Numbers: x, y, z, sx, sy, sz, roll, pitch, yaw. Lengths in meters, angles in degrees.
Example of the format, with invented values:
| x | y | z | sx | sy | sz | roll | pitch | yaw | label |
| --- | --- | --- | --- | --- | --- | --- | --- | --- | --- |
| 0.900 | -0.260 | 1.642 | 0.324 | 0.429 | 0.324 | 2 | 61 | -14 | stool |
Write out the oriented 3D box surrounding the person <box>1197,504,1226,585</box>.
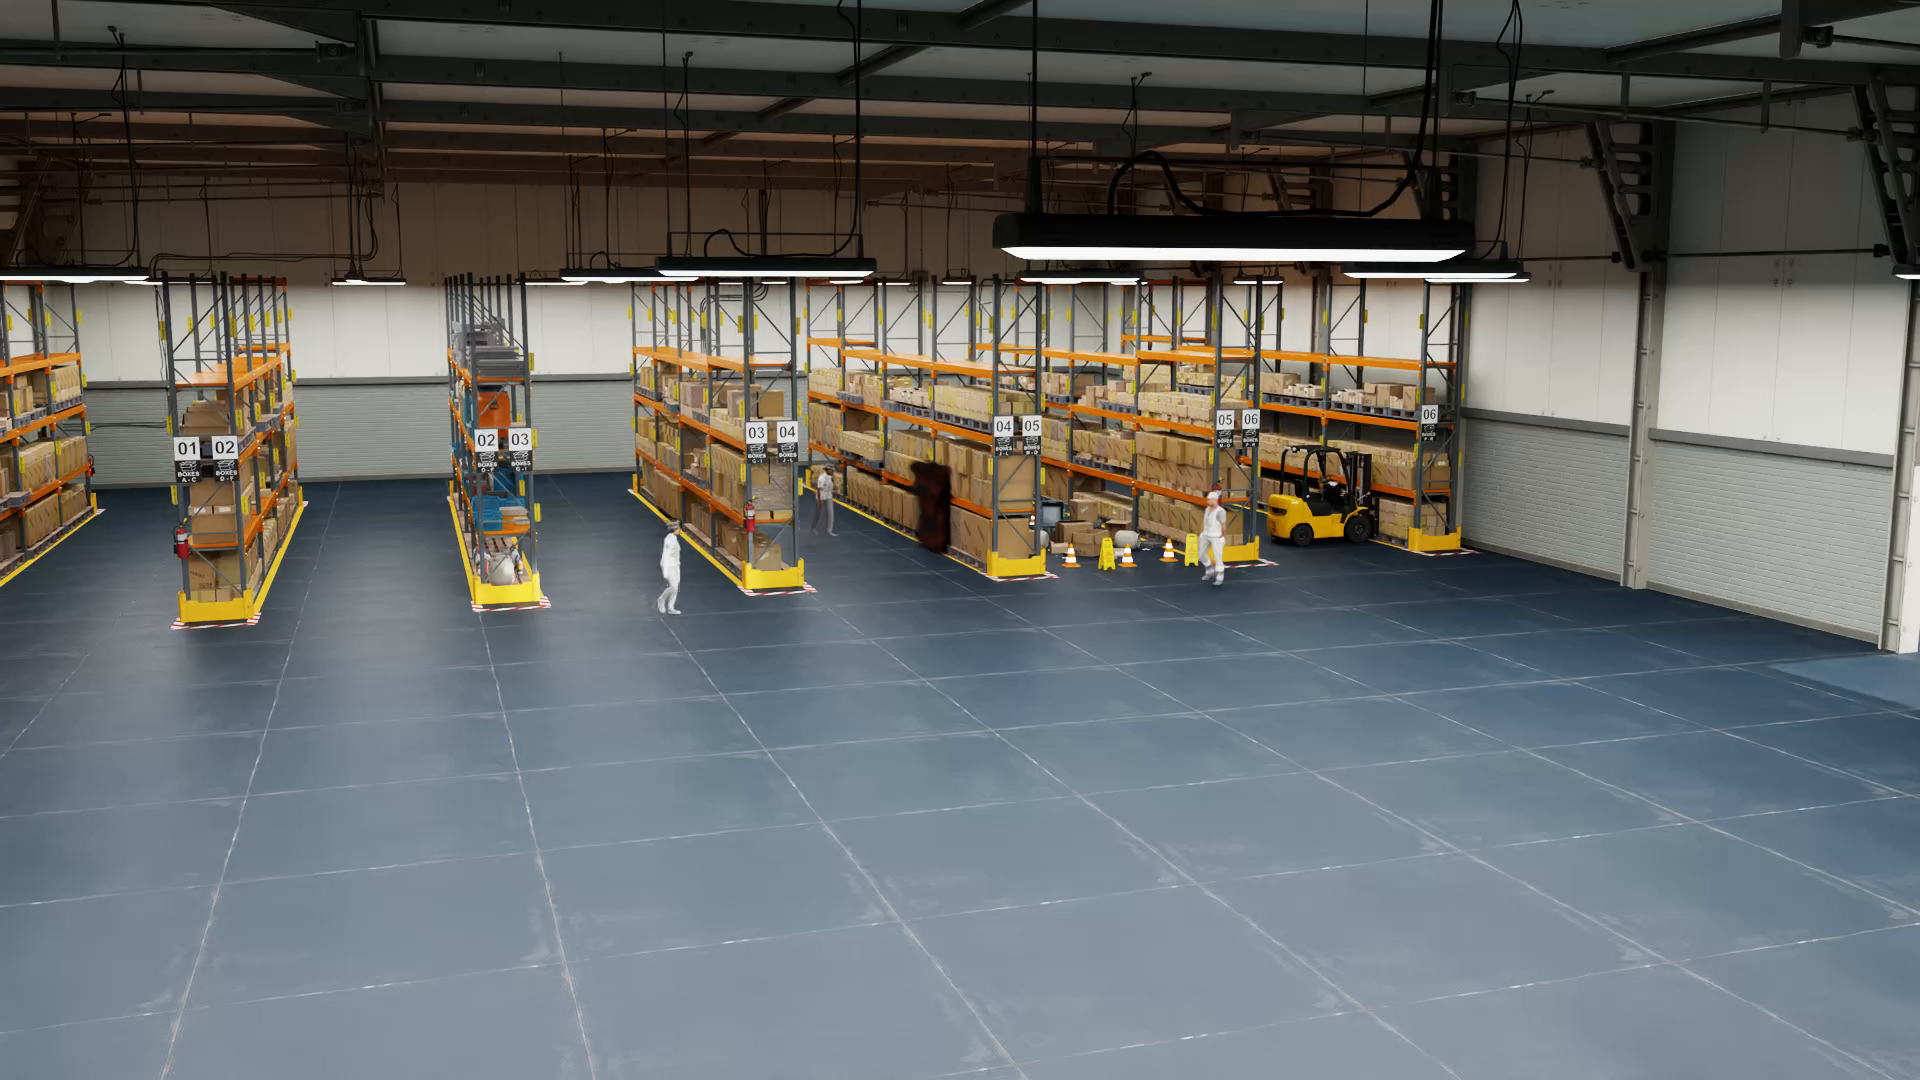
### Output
| x | y | z | sx | sy | sz | roll | pitch | yaw | label |
| --- | --- | --- | --- | --- | --- | --- | --- | --- | --- |
| 4.924 | 0.067 | 32.375 | 0.443 | 1.554 | 0.591 | -7 | 11 | -39 | person |

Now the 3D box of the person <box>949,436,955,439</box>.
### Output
| x | y | z | sx | sy | sz | roll | pitch | yaw | label |
| --- | --- | --- | --- | --- | --- | --- | --- | --- | --- |
| -0.234 | -1.911 | 44.789 | 0.361 | 1.779 | 0.598 | -4 | 9 | -23 | person |

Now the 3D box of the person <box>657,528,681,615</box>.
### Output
| x | y | z | sx | sy | sz | roll | pitch | yaw | label |
| --- | --- | --- | --- | --- | --- | --- | --- | --- | --- |
| -5.104 | 0.498 | 29.266 | 0.458 | 1.645 | 0.515 | 4 | 9 | 24 | person |

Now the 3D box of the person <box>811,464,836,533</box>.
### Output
| x | y | z | sx | sy | sz | roll | pitch | yaw | label |
| --- | --- | --- | --- | --- | --- | --- | --- | --- | --- |
| -3.036 | -0.929 | 36.767 | 0.474 | 1.535 | 0.695 | -5 | 10 | -32 | person |

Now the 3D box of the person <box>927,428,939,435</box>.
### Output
| x | y | z | sx | sy | sz | roll | pitch | yaw | label |
| --- | --- | --- | --- | --- | --- | --- | --- | --- | --- |
| -0.840 | -2.867 | 50.195 | 0.342 | 1.537 | 0.561 | 7 | 11 | 41 | person |
